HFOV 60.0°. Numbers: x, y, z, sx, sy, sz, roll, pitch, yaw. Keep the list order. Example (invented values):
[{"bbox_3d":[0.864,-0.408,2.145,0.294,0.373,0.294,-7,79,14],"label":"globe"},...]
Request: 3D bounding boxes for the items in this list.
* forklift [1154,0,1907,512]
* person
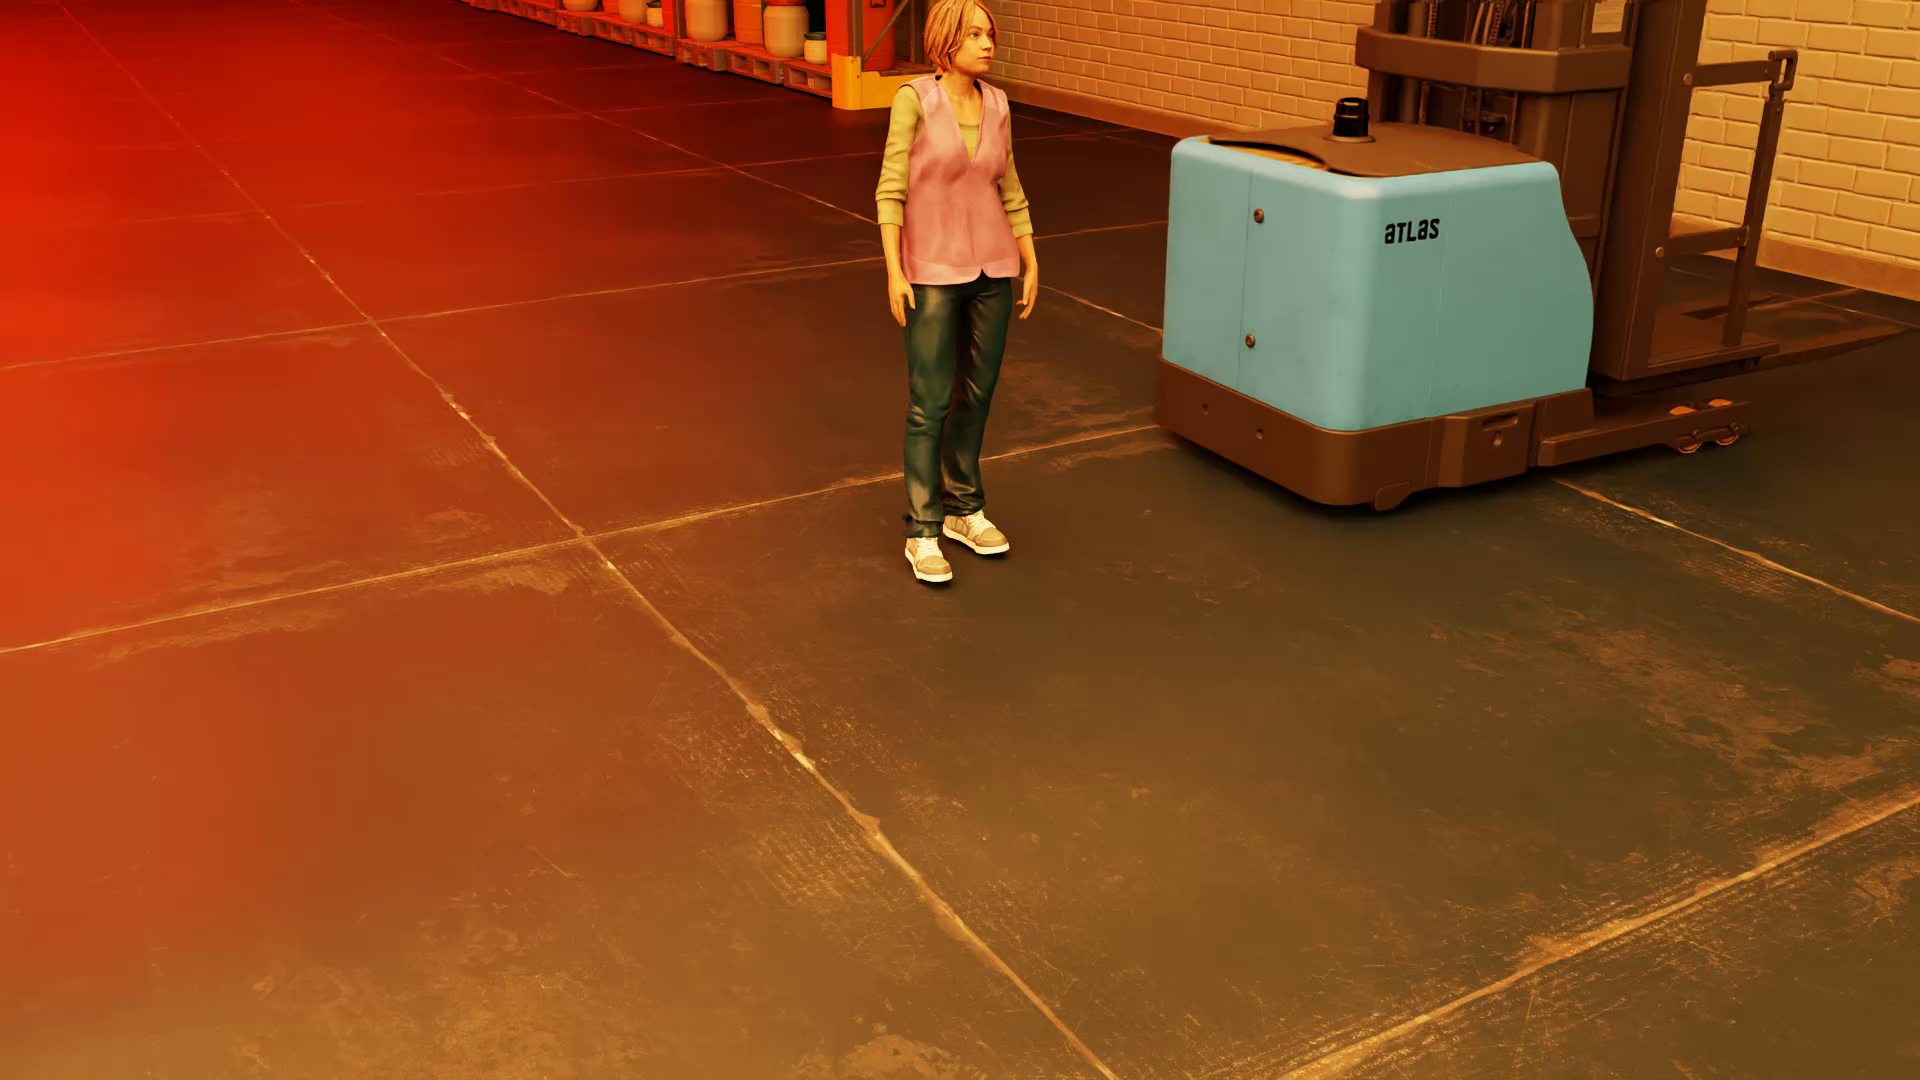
[{"bbox_3d":[2.248,-1.825,5.722,3.031,2.935,1.130,-11,25,-25],"label":"forklift"},{"bbox_3d":[0.025,-0.719,4.763,0.519,1.598,0.475,-12,25,-28],"label":"person"}]
